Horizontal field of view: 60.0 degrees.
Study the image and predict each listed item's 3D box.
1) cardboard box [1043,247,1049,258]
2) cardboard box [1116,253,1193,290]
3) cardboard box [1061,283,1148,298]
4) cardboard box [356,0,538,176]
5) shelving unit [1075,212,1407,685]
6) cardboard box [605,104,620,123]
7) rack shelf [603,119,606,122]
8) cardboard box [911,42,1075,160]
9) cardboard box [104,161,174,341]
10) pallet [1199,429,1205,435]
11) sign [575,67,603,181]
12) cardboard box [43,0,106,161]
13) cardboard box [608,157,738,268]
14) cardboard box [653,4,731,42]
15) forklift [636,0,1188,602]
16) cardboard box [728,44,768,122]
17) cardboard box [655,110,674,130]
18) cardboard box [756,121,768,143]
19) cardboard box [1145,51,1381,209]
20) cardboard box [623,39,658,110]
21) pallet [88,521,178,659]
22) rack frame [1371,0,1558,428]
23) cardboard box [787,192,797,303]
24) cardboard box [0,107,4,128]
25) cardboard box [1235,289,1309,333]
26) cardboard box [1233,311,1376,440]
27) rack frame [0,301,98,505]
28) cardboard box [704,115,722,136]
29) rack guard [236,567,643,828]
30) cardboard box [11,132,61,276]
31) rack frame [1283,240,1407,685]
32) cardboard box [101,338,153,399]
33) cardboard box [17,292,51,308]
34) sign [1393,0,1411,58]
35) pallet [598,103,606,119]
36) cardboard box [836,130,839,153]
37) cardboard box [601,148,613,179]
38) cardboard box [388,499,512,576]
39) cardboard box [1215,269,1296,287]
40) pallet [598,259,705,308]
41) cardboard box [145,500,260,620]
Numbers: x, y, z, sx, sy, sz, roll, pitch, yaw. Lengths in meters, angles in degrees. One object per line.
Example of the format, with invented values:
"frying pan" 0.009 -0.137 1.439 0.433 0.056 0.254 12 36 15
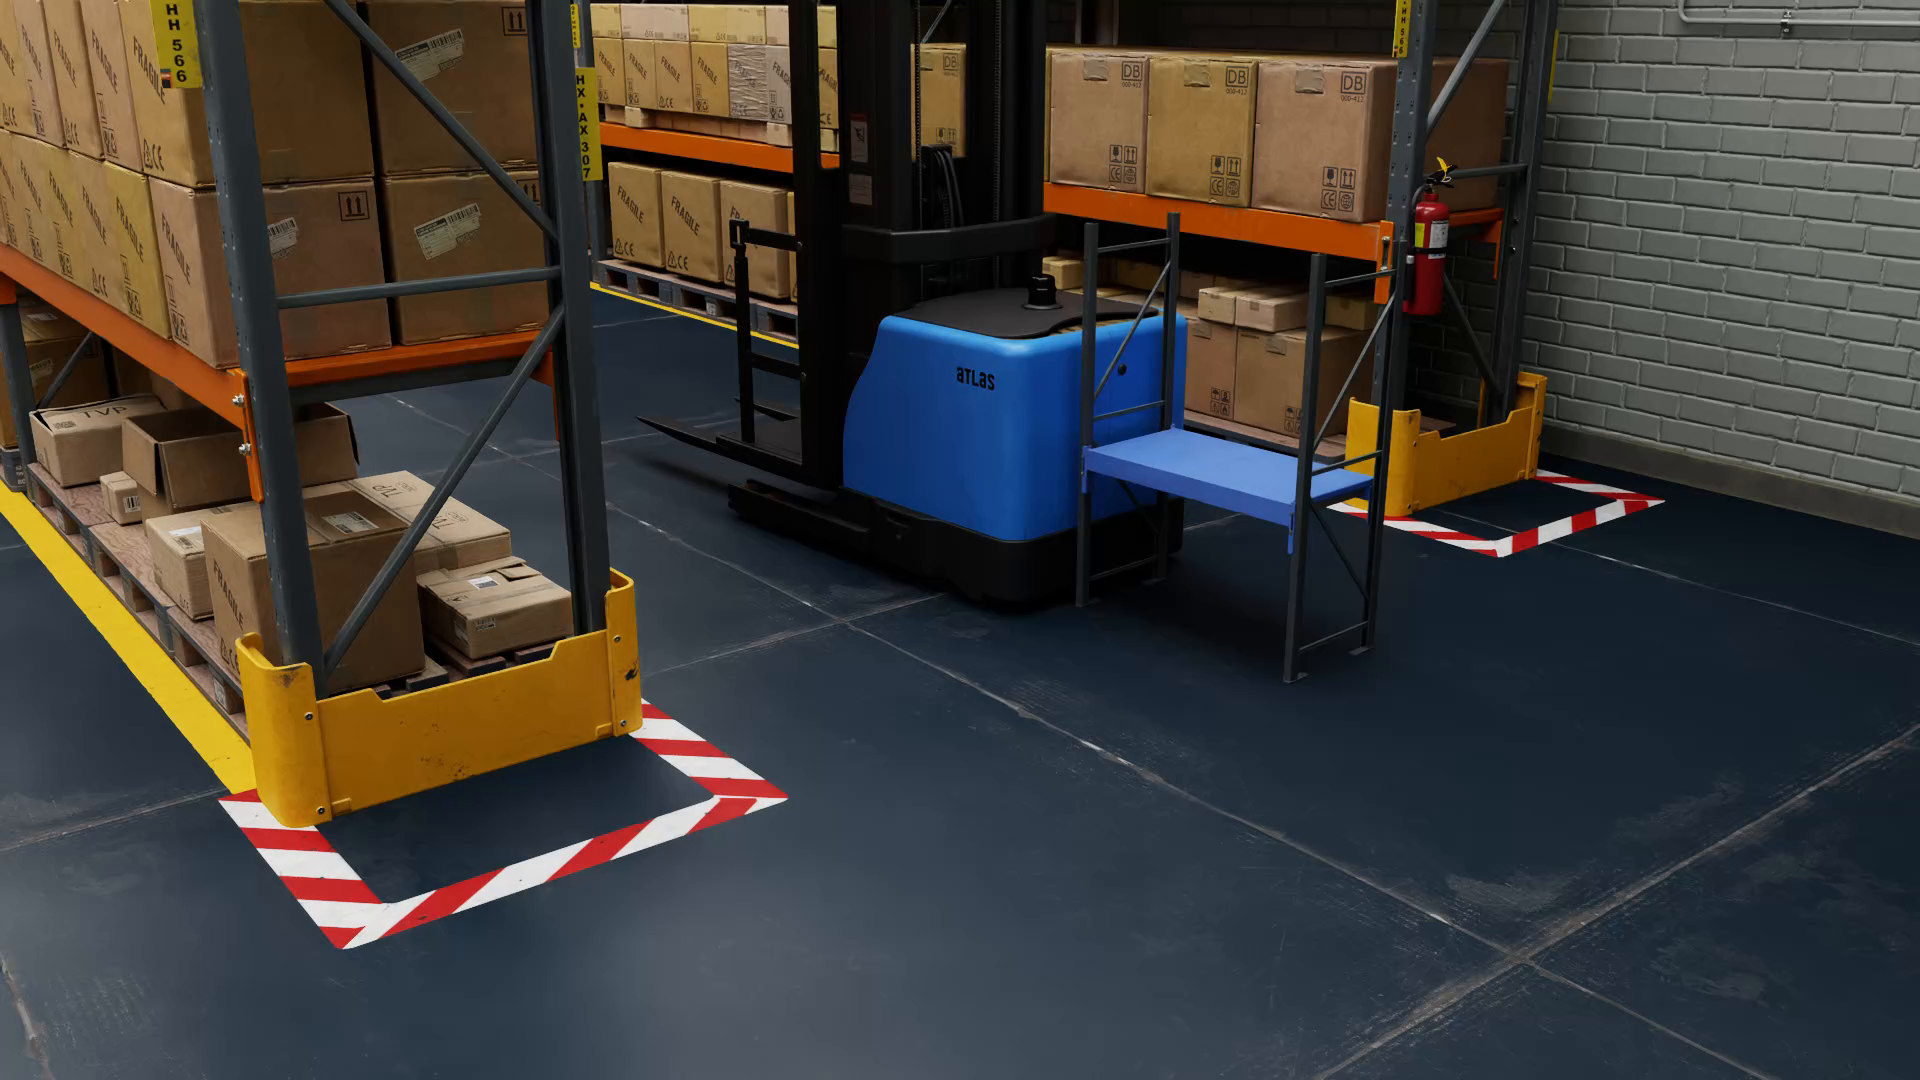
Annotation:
"cardboard box" 0.309 -1.665 9.896 0.380 0.149 0.250 -13 22 -34
"cardboard box" 1.115 -1.540 9.517 0.380 0.149 0.250 -14 23 -37
"cardboard box" 0.865 -1.226 9.601 0.700 0.500 0.500 -13 23 -35
"cardboard box" -1.611 -1.398 5.064 0.500 0.500 0.500 -13 22 -34
"shelving unit" 0.992 -0.379 6.122 0.538 1.500 1.048 -16 24 -39
"cardboard box" -2.605 -3.418 13.282 0.380 0.149 0.250 -14 23 -37
"rack shelf" -3.870 -3.806 15.228 1.077 0.370 4.000 -14 23 -36
"cardboard box" 0.179 -2.674 10.190 0.980 0.700 0.700 -14 23 -35
"cardboard box" -2.358 -0.947 5.292 0.500 0.500 0.500 -14 23 -36
"pallet" 1.028 -0.842 9.568 1.003 0.211 1.213 -14 23 -36
"sign" -1.117 -1.232 4.935 0.100 0.325 0.005 -14 23 -36
"cardboard box" -2.674 -1.545 5.506 0.500 0.500 0.500 -13 22 -35
"cardboard box" -2.275 -2.626 13.274 0.750 0.750 0.750 -14 23 -37
"cardboard box" -1.901 -3.792 12.184 0.500 0.250 0.500 -14 23 -36
"forklift" -0.417 -1.538 7.343 1.130 2.935 3.031 -16 24 -39
"cardboard box" -1.259 -3.181 11.532 0.500 0.500 0.500 -14 23 -36
"cardboard box" -2.104 -3.235 12.727 0.380 0.149 0.250 -14 23 -37
"cardboard box" -1.187 -2.844 11.548 0.380 0.149 0.250 -14 23 -36
"cardboard box" 1.554 -2.126 8.535 0.980 0.700 0.700 -14 23 -37
"cardboard box" -2.209 -3.552 12.654 0.500 0.500 0.500 -13 22 -34
"pallet" -2.838 0.093 6.746 1.003 0.211 1.213 -14 23 -36
"rack frame" 2.339 -1.683 7.674 1.000 3.000 0.127 -14 23 -36
"cardboard box" -0.650 -1.982 11.329 0.750 0.750 0.750 -14 23 -35
"cardboard box" -3.633 -1.925 6.655 0.500 0.500 0.500 -15 23 -38
"cardboard box" 1.603 -1.153 8.349 0.380 0.149 0.250 -14 23 -37
"cardboard box" 1.826 -0.849 8.463 0.700 0.500 0.500 -14 23 -36
"rack frame" -4.026 -1.701 7.728 1.000 3.000 0.127 -14 23 -36
"cardboard box" -1.645 -3.042 12.147 0.380 0.149 0.250 -14 23 -36
"rack guard" -1.589 0.453 5.201 1.175 0.500 0.348 -14 23 -36
"cardboard box" -3.294 -1.320 6.419 0.500 0.500 0.500 -14 23 -36
"rack frame" 1.332 -0.261 5.763 0.500 1.500 0.032 -16 24 -39
"cardboard box" -4.135 -0.890 8.555 0.500 0.500 0.500 -15 24 -39
"cardboard box" -5.168 -1.036 8.996 0.500 0.500 0.500 -14 23 -35
"sign" 1.905 -2.243 7.145 0.100 0.325 0.005 -14 23 -36
"pallet" -3.154 -3.718 14.125 1.213 0.211 1.003 -14 23 -36
"cardboard box" -0.577 -2.587 10.771 0.380 0.149 0.250 -14 23 -36
"cardboard box" -3.421 -3.353 14.799 0.500 0.250 0.500 -13 23 -35
"cardboard box" -1.968 0.069 6.058 0.500 0.250 0.500 -14 23 -36
"cardboard box" 1.590 -1.351 8.948 0.380 0.149 0.250 -14 23 -36
"pallet" -2.198 -2.122 13.434 1.003 0.211 1.213 -14 23 -36
"cardboard box" -2.639 0.055 6.098 0.500 0.250 0.500 -14 23 -36
